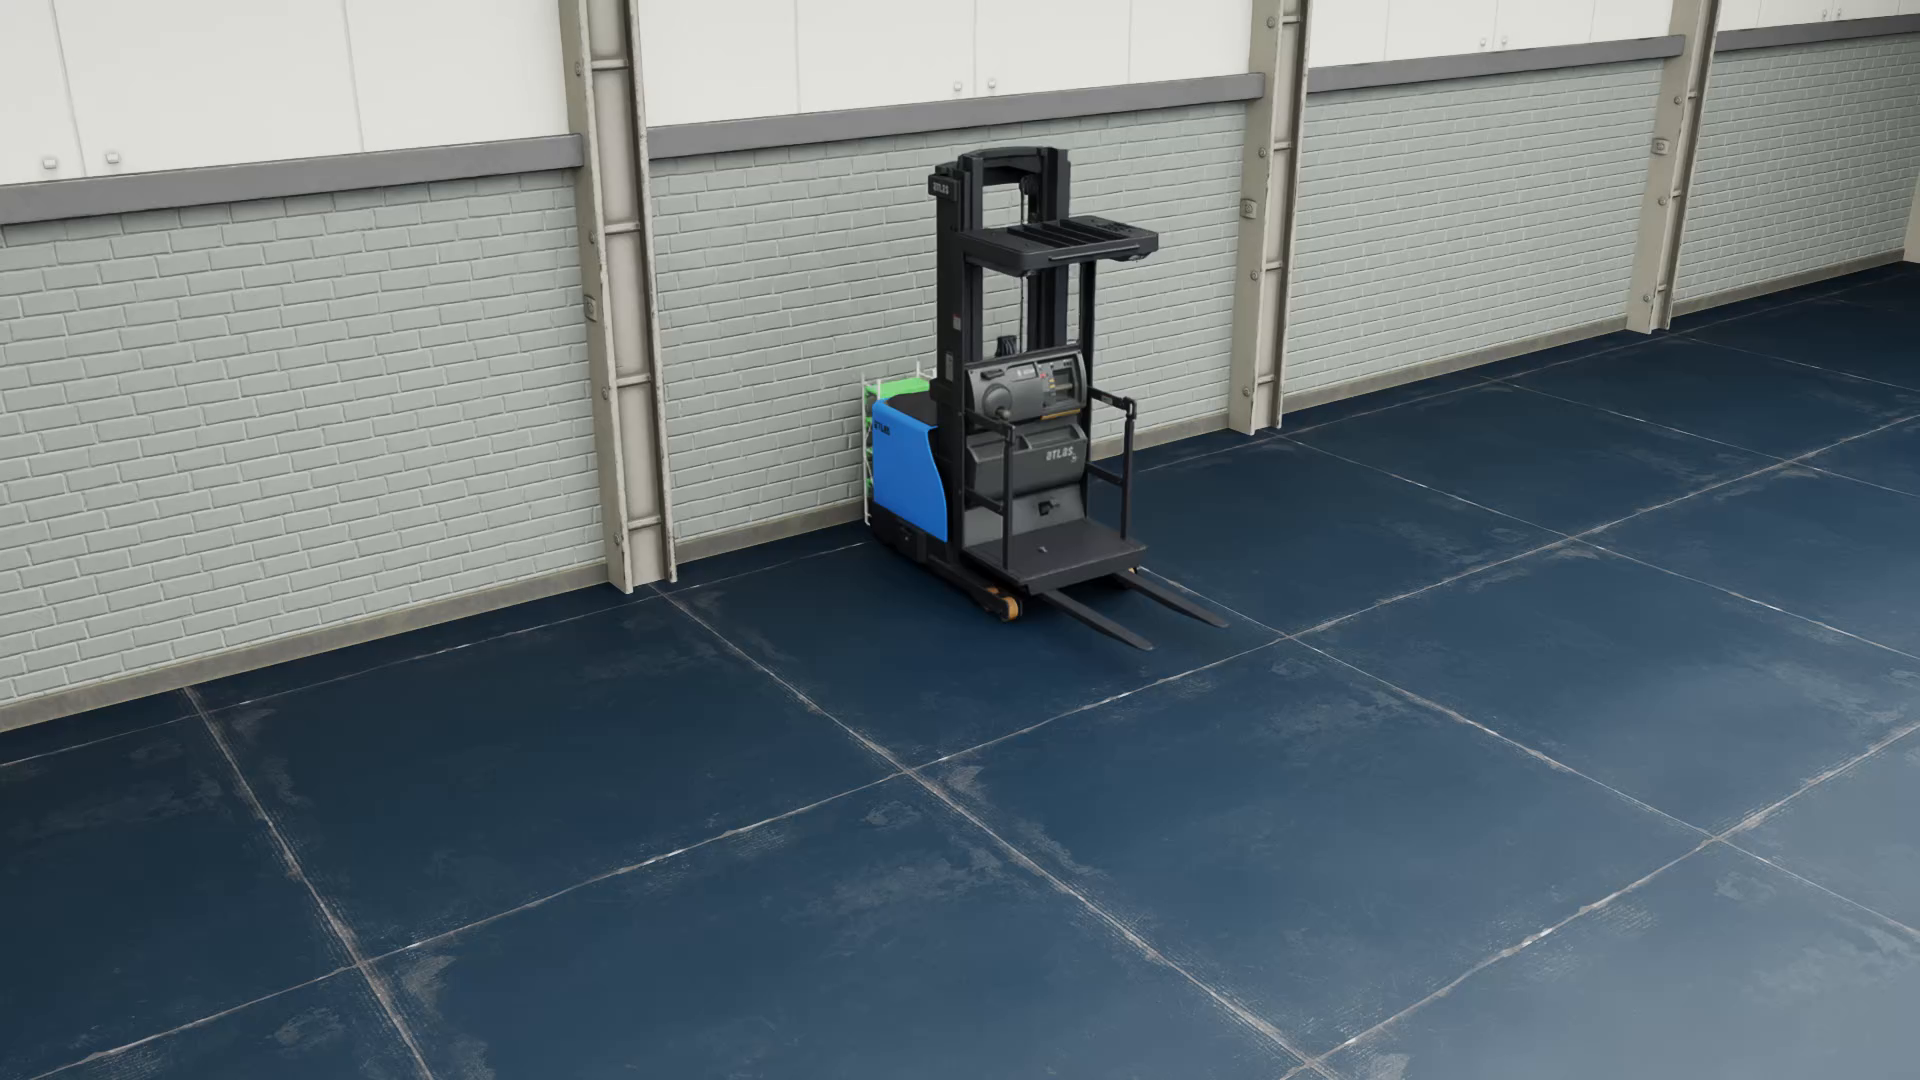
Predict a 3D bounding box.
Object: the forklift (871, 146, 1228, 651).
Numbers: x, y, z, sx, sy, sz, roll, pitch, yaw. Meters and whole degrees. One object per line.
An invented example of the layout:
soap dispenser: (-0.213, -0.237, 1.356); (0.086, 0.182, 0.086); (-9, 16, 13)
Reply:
forklift: (0.576, -1.020, 10.997); (1.130, 2.935, 3.031); (-14, 26, -31)

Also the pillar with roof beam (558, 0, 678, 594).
pillar with roof beam: (0.282, -2.601, 6.773); (0.400, 9.000, 9.100); (-15, 26, -33)

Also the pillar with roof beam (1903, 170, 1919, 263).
pillar with roof beam: (14.894, -6.497, 16.537); (0.400, 9.000, 9.100); (-15, 26, -33)

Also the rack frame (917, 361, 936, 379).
rack frame: (-0.249, -0.751, 12.661); (0.015, 1.200, 0.240); (-14, 26, -31)

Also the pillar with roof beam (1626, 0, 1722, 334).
pillar with roof beam: (10.023, -5.199, 13.282); (0.400, 9.000, 9.100); (-15, 26, -33)

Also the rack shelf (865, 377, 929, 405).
rack shelf: (-0.452, -1.087, 12.380); (0.480, 0.148, 0.258); (-14, 26, -31)

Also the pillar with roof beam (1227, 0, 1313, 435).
pillar with roof beam: (5.153, -3.900, 10.028); (0.400, 9.000, 9.100); (-15, 26, -33)

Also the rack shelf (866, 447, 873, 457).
rack shelf: (-0.452, -0.642, 12.558); (0.480, 0.148, 0.258); (-14, 26, -31)

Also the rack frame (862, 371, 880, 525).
rack frame: (-0.654, -0.650, 12.407); (0.015, 1.200, 0.240); (-14, 26, -31)

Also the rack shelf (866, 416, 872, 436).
rack shelf: (-0.452, -0.864, 12.469); (0.480, 0.148, 0.258); (-14, 26, -31)

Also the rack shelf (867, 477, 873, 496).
rack shelf: (-0.452, -0.419, 12.647); (0.480, 0.148, 0.258); (-14, 26, -31)

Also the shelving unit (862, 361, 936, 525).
shelving unit: (-0.452, -0.701, 12.534); (0.503, 1.200, 0.258); (-14, 26, -31)
